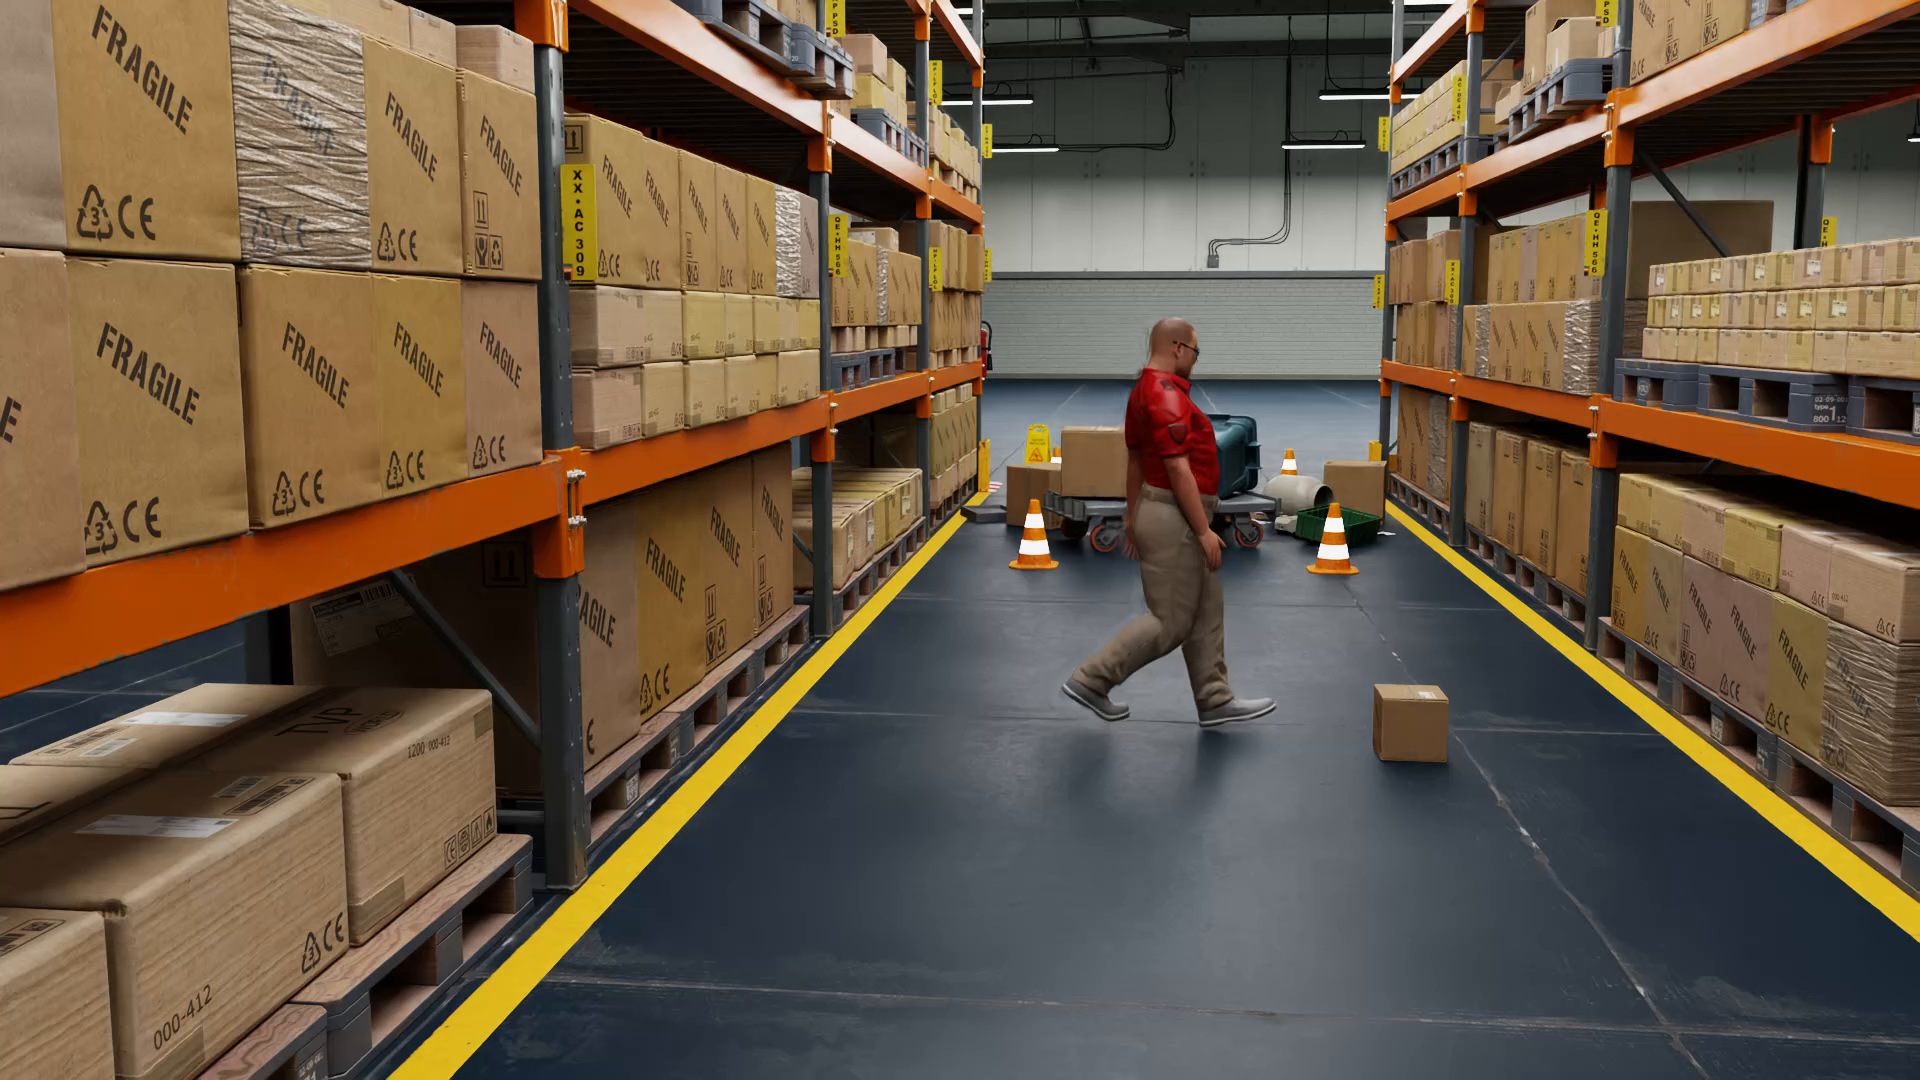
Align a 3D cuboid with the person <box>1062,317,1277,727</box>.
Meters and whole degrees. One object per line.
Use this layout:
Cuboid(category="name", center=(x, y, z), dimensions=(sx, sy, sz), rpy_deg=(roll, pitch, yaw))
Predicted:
Cuboid(category="person", center=(0.866, -0.052, 6.777), dimensions=(0.905, 1.699, 0.582), rpy_deg=(0, 8, 0))
